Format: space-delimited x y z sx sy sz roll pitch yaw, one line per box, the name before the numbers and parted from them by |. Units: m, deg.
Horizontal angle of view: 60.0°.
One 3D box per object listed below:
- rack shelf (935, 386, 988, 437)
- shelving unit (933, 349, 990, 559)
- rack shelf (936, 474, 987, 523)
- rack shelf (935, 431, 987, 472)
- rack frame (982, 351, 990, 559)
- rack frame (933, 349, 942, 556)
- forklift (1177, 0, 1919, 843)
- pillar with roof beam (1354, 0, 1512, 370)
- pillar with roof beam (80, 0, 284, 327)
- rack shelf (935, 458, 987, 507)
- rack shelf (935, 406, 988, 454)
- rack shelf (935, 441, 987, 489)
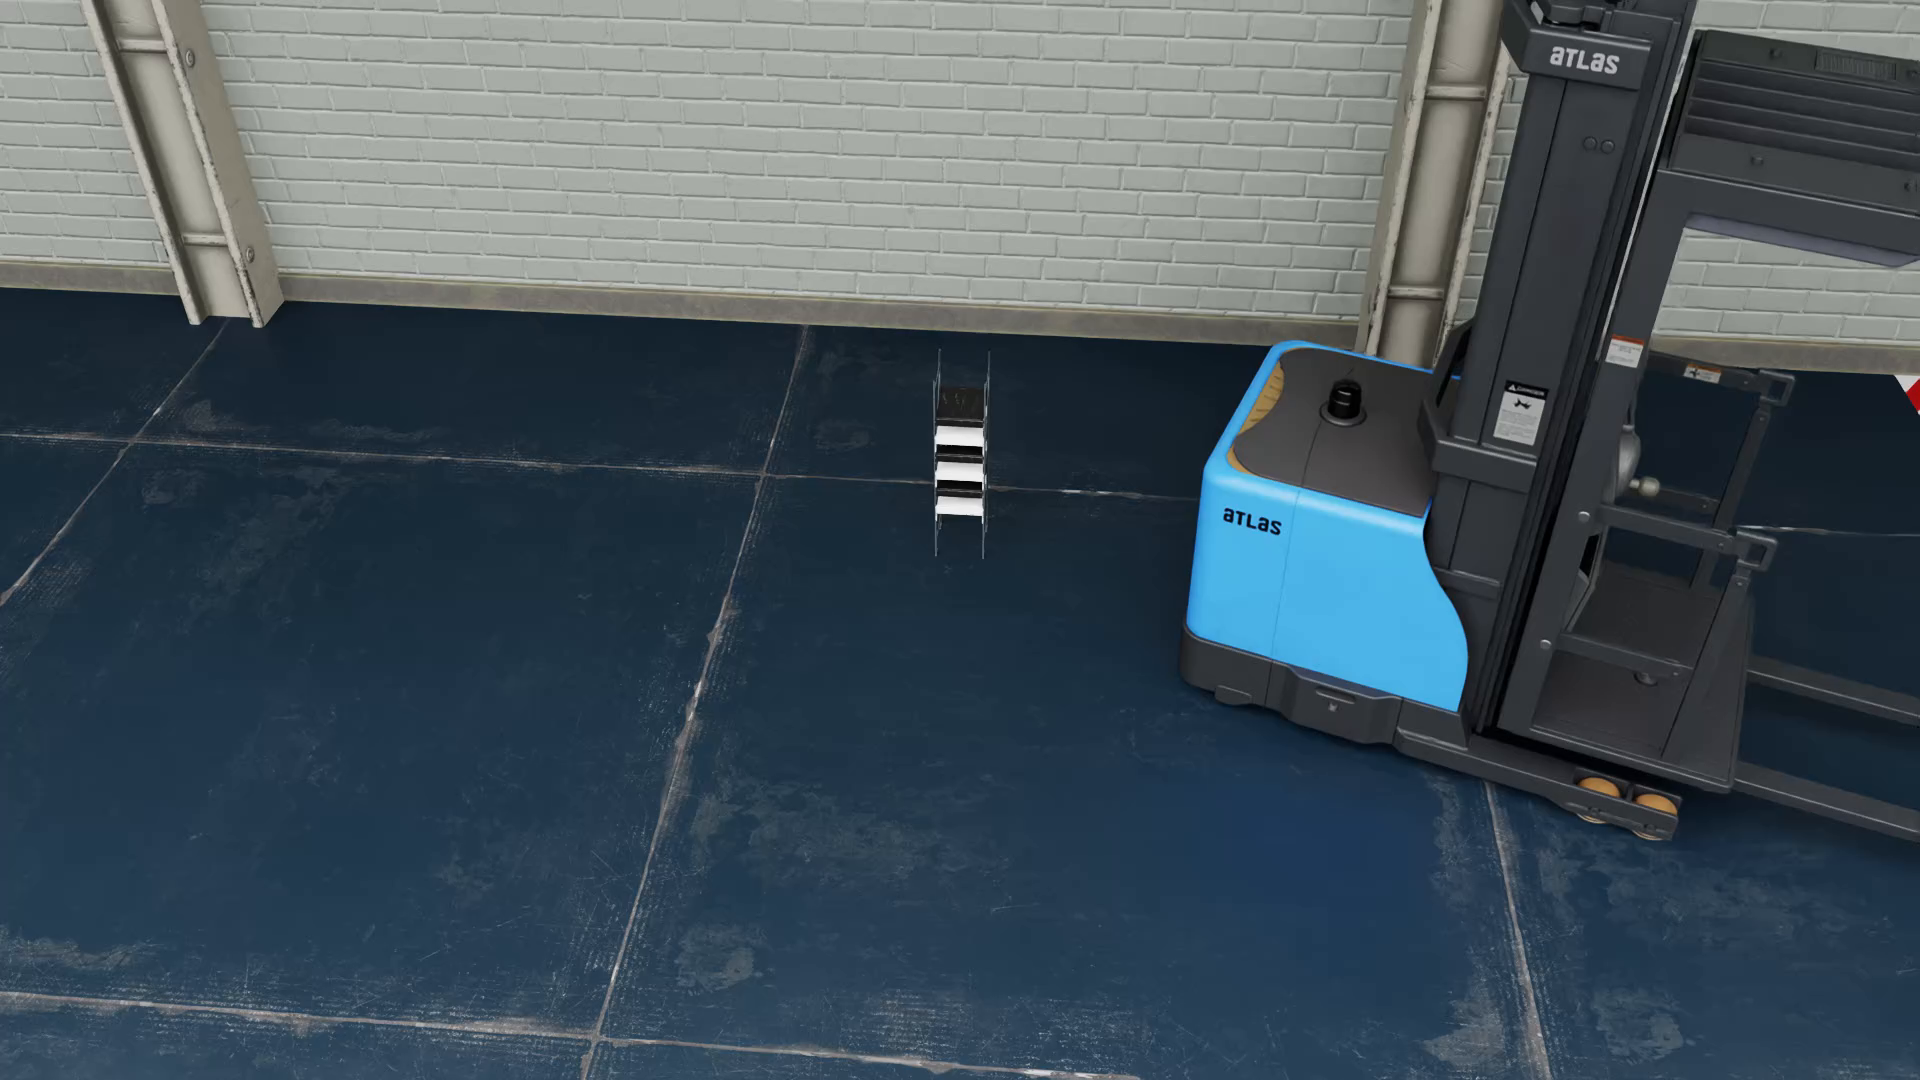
rack shelf | 0.008 -0.532 6.816 0.200 0.077 0.258 3 39 4
shelving unit | 0.008 -0.349 6.965 0.210 0.900 0.258 3 39 4
rack shelf | 0.008 -0.183 7.100 0.200 0.077 0.258 3 39 4
rack shelf | 0.008 -0.393 6.930 0.200 0.077 0.258 3 39 4
rack frame | 0.109 -0.343 6.959 0.006 0.900 0.240 3 39 4
rack frame | -0.093 -0.354 6.972 0.006 0.900 0.240 3 39 4
forklift | 2.414 -0.450 5.481 3.031 2.935 1.130 16 42 19
pillar with roof beam | 1.818 -1.663 2.164 0.400 9.000 9.100 3 39 4
pillar with roof beam | -4.160 -1.989 2.566 0.400 9.000 9.100 3 39 4
rack shelf | 0.008 -0.253 7.043 0.200 0.077 0.258 3 39 4
rack shelf | 0.008 -0.462 6.873 0.200 0.077 0.258 3 39 4
rack shelf | 0.008 -0.323 6.986 0.200 0.077 0.258 3 39 4
